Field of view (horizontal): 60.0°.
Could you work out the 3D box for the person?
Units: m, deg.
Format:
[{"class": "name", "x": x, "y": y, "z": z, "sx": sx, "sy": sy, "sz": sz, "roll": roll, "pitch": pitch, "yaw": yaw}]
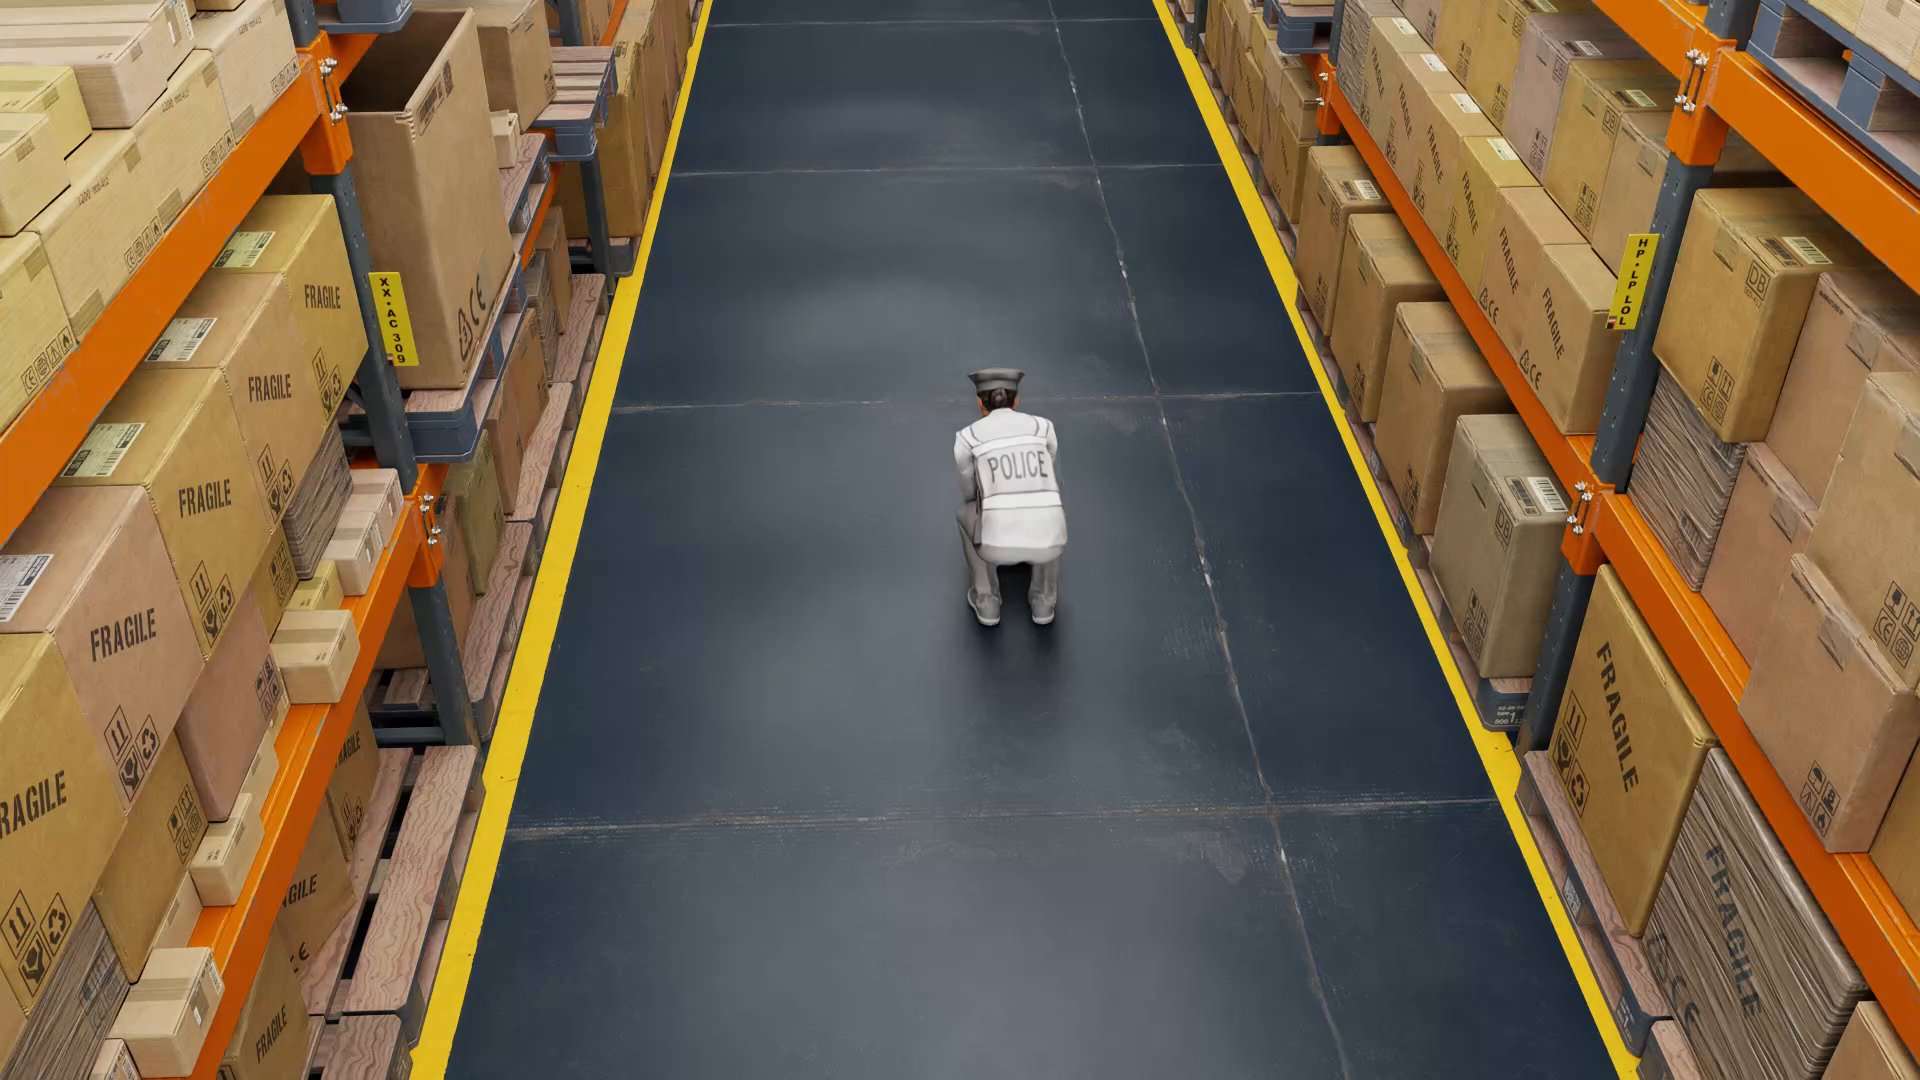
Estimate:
[{"class": "person", "x": 0.213, "y": -0.185, "z": 7.008, "sx": 0.464, "sy": 0.980, "sz": 0.851, "roll": -2, "pitch": 36, "yaw": -3}]
